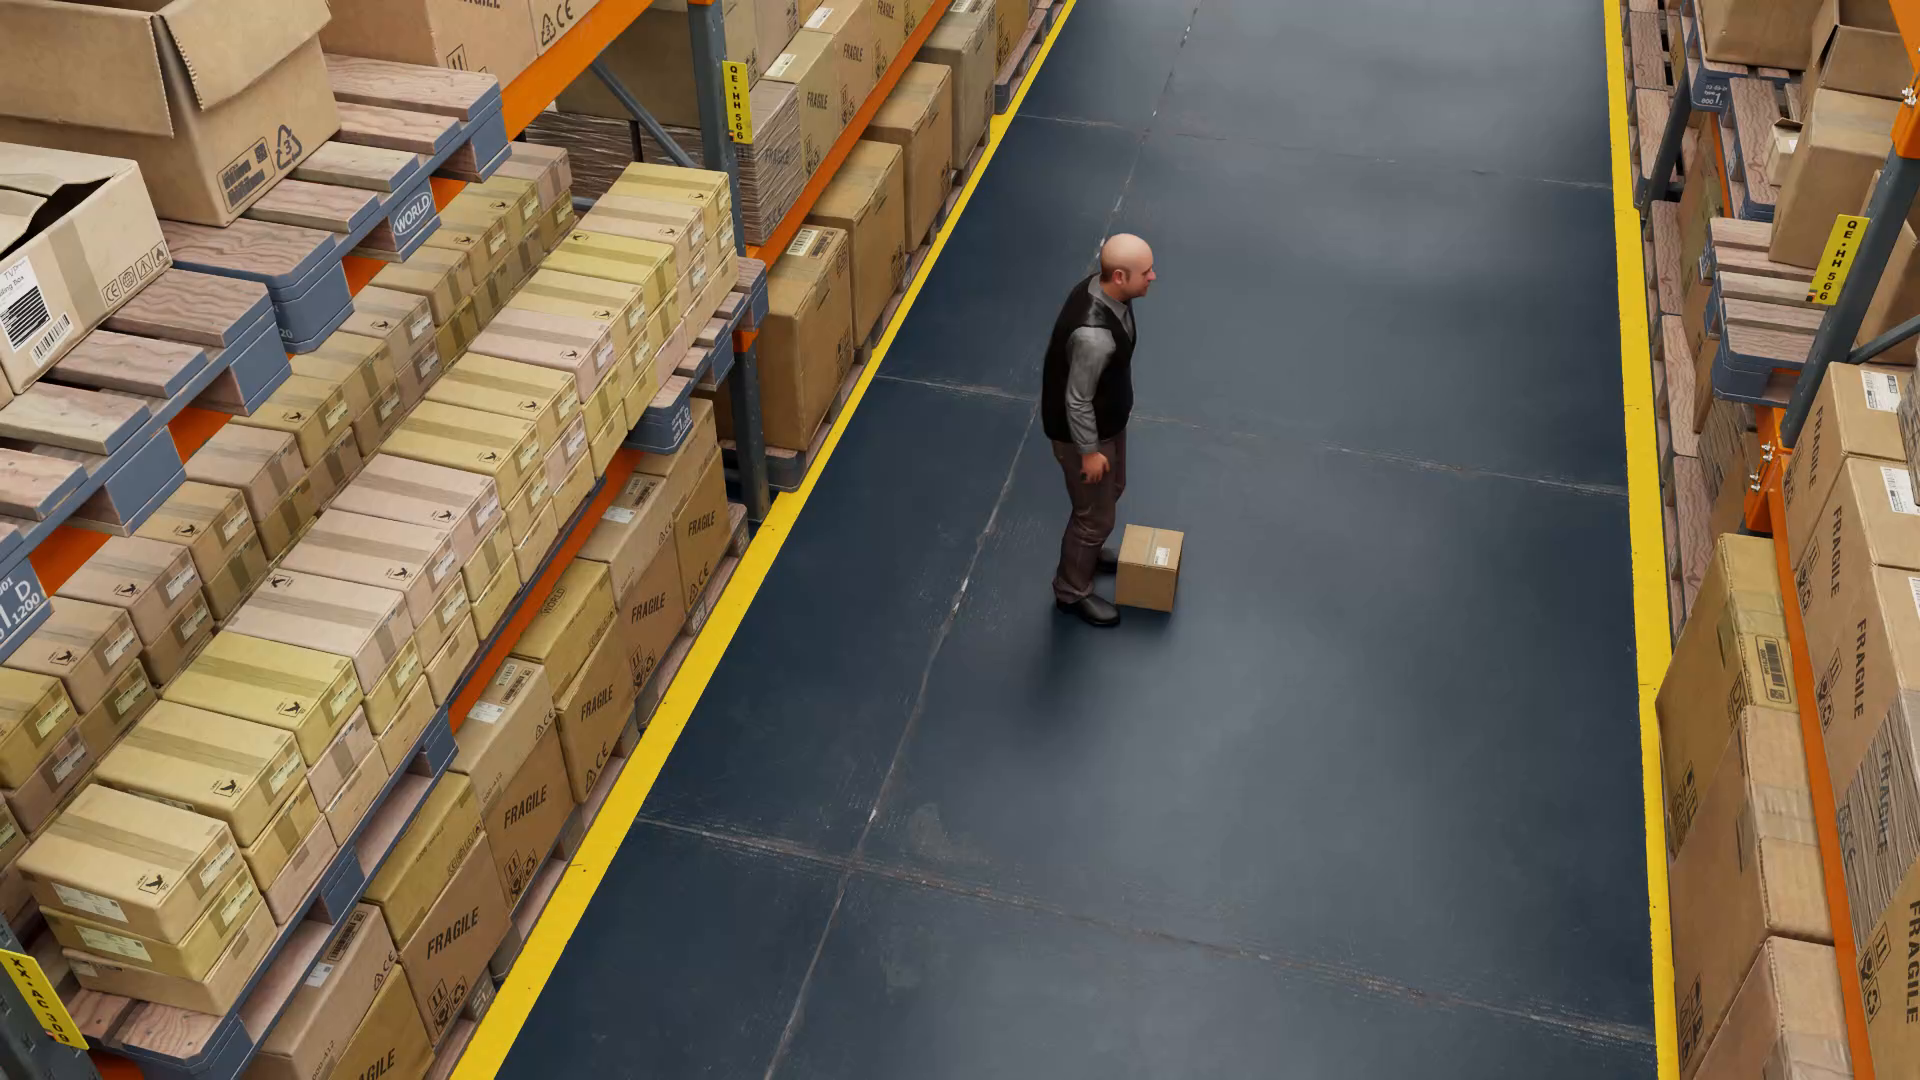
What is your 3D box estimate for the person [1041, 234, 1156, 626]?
[{"bbox_3d":[0.538,-0.473,6.726,0.421,1.720,0.580,10,42,12],"label":"person"}]
